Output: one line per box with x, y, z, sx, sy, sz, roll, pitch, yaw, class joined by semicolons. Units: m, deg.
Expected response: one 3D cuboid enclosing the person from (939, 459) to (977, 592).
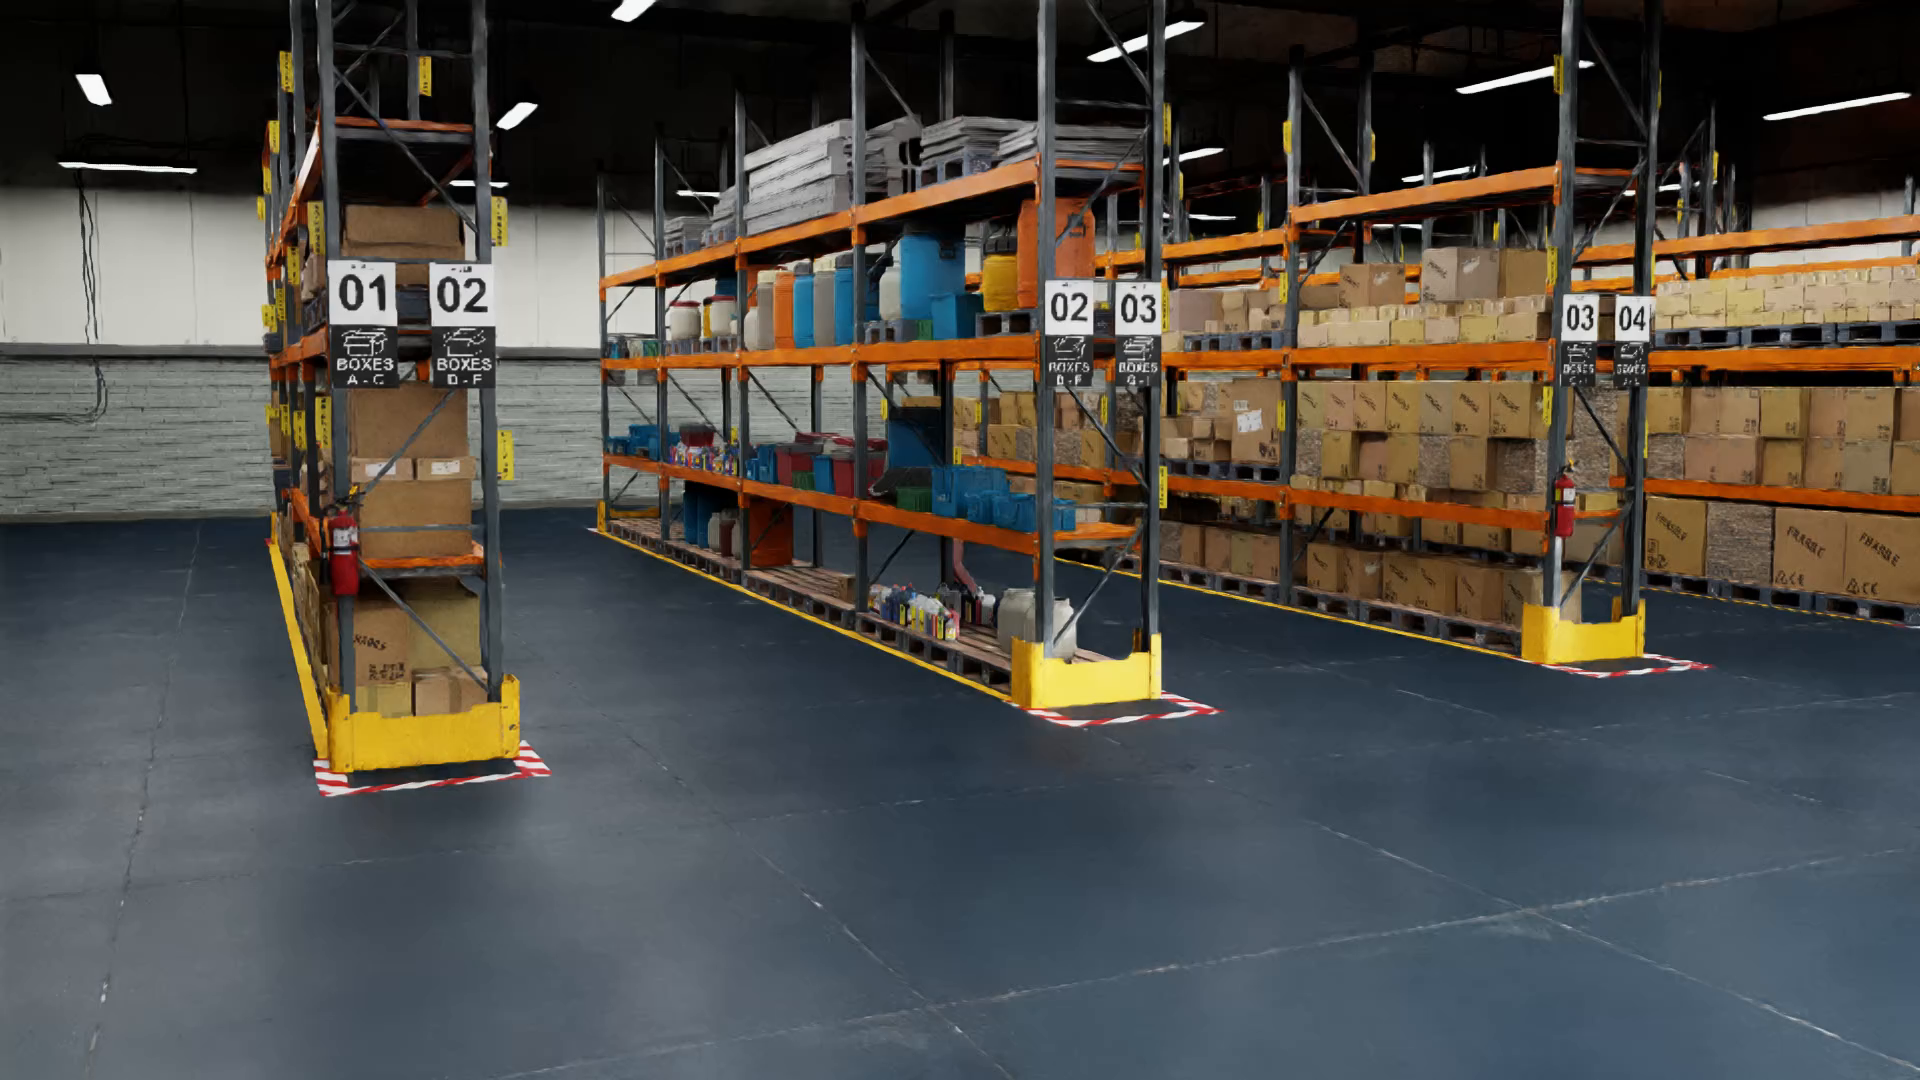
-0.033;-0.077;17.635;0.468;1.674;0.489;-4;7;-35;person
